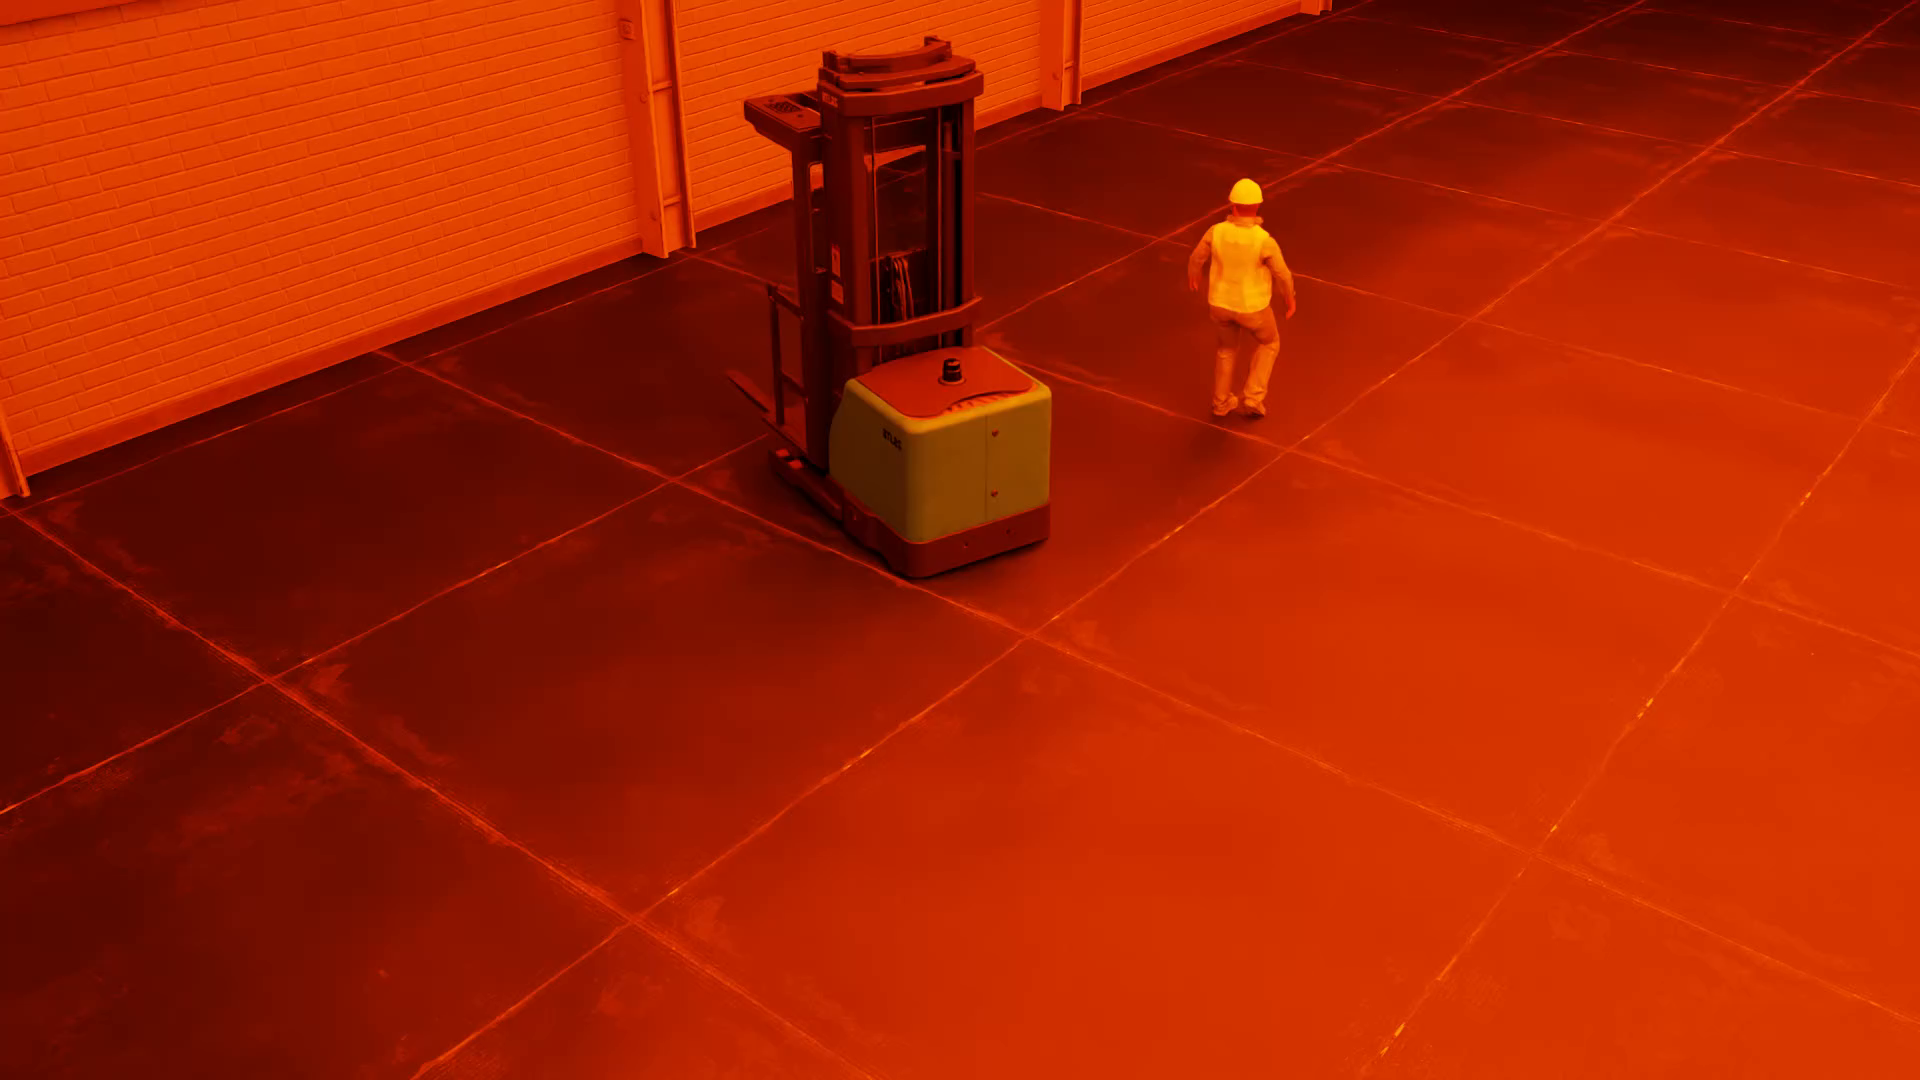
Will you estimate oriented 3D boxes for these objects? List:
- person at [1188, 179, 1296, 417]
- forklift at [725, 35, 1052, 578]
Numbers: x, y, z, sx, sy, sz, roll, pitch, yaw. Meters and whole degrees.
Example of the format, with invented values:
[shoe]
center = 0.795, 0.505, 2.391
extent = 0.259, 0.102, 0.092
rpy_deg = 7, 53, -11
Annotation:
[person]
center = 1.949, -1.690, 11.689
extent = 0.805, 1.767, 0.498
rpy_deg = 19, 35, 29
[forklift]
center = -0.637, -1.745, 10.581
extent = 1.130, 2.935, 3.031
rpy_deg = -17, 35, -27
